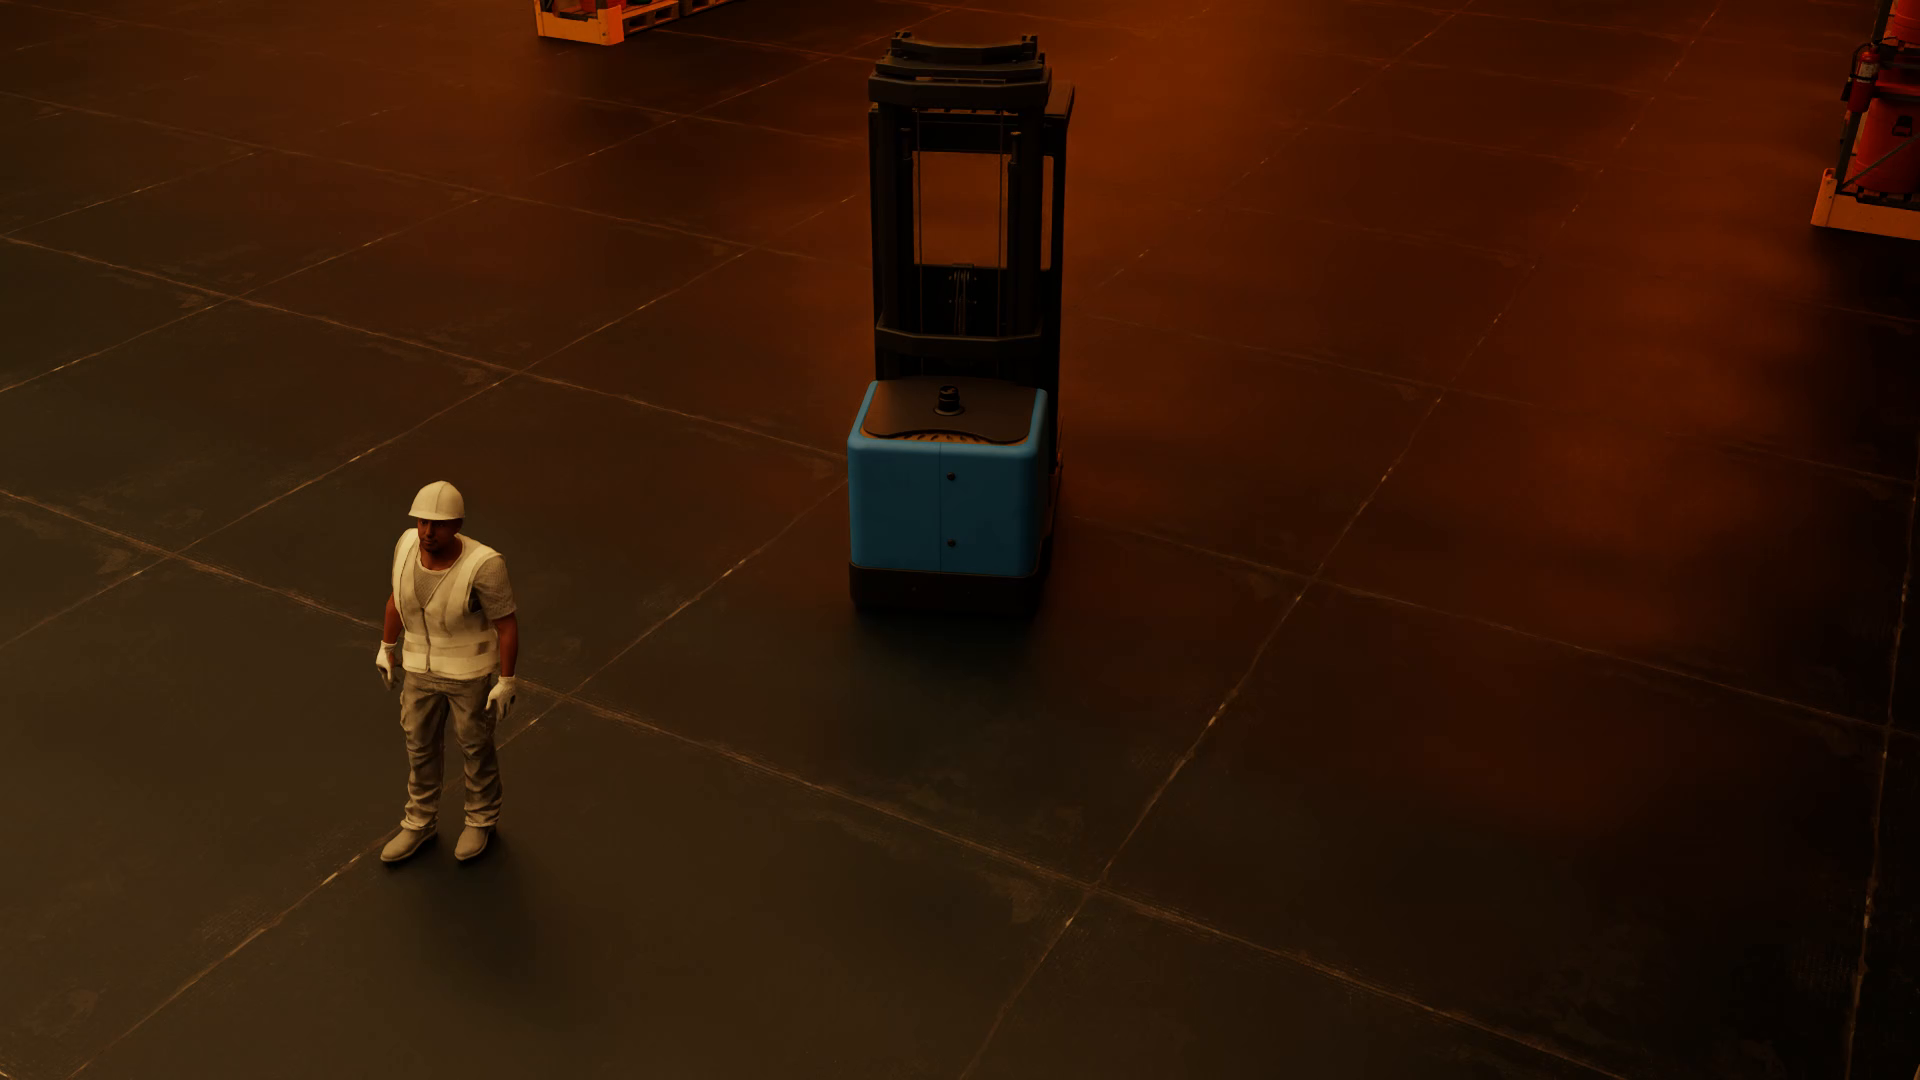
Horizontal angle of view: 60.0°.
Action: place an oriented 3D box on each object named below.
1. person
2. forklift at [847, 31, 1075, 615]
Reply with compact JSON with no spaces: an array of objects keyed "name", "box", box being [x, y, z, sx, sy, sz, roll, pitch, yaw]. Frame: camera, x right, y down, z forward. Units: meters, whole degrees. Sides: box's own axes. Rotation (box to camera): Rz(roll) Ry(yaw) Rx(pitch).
[{"name":"person","box":[-2.237,0.596,7.173,0.656,1.782,0.577,9,31,15]},{"name":"forklift","box":[0.072,-1.572,9.794,1.130,2.935,3.031,3,30,6]}]
